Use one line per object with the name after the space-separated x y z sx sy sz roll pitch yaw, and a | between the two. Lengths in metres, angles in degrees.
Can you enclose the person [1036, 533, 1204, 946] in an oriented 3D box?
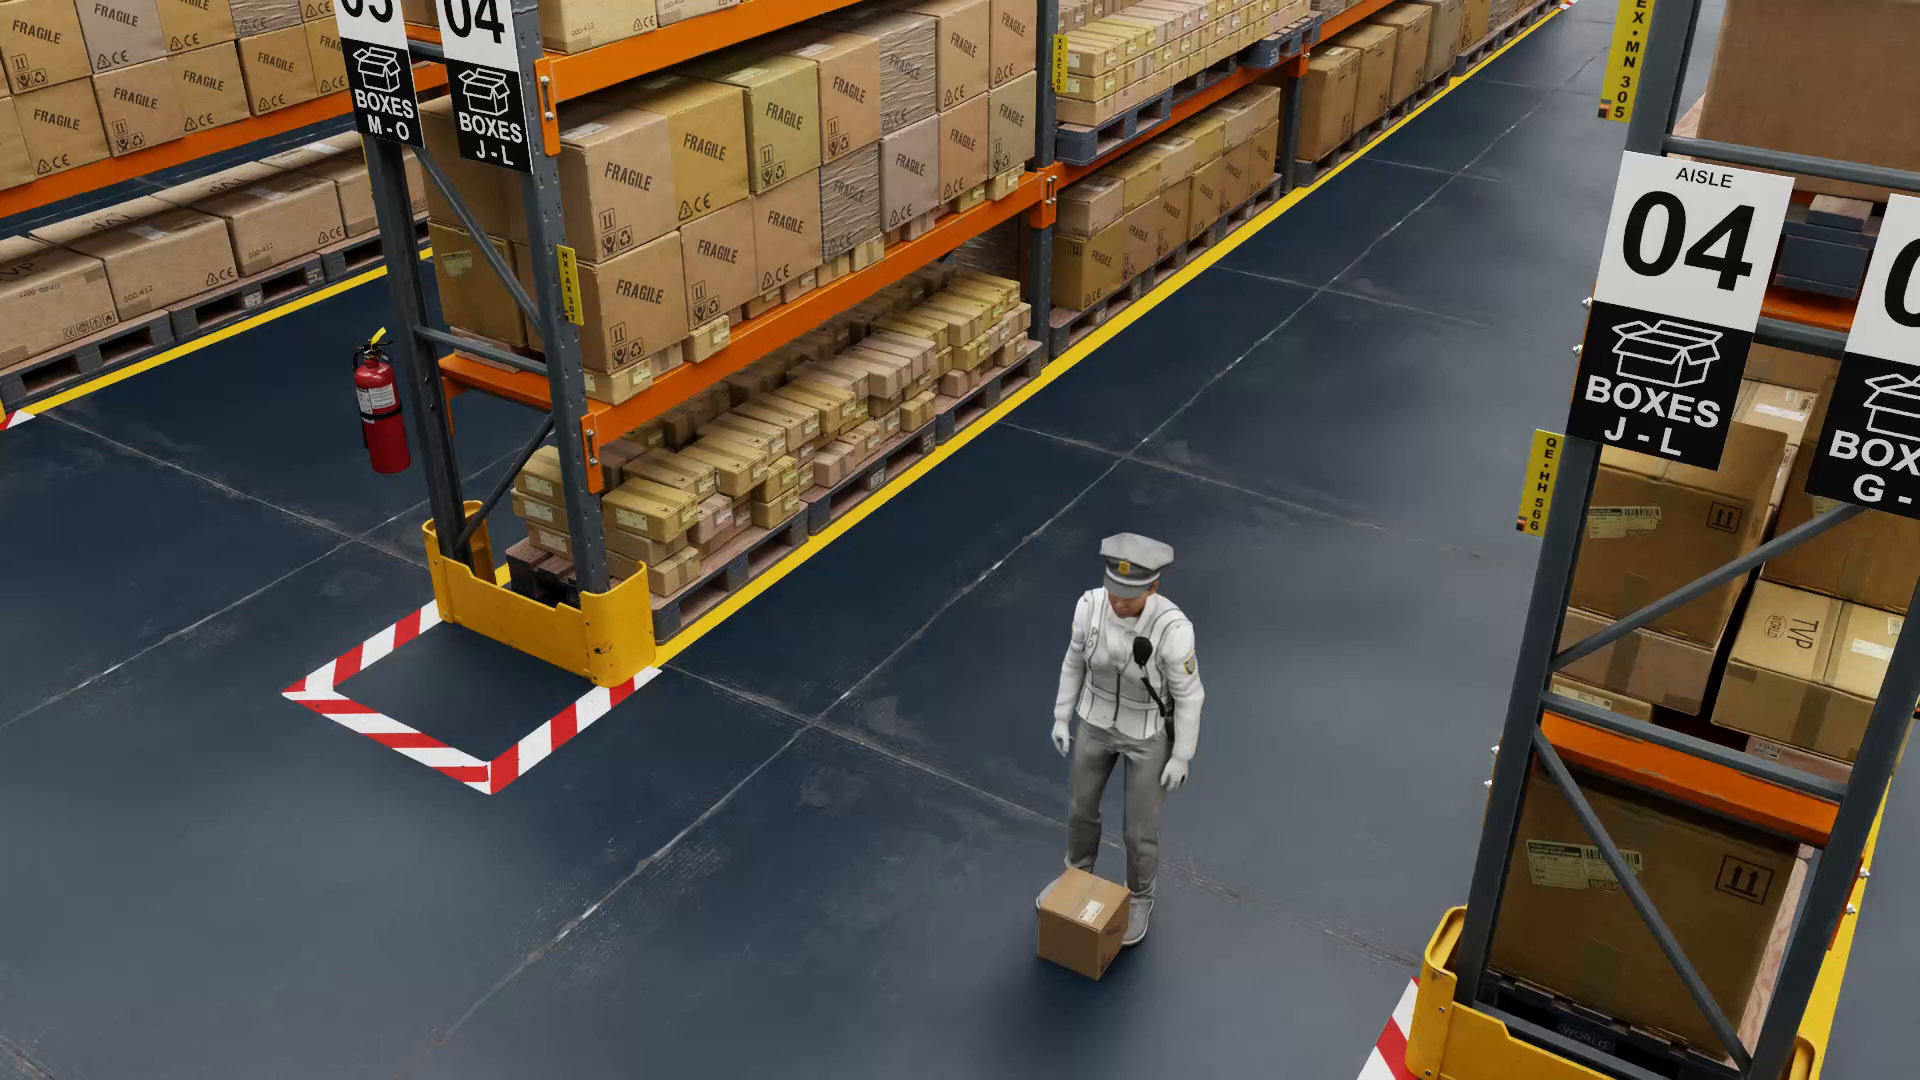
0.585 0.699 5.945 0.547 1.667 0.369 16 34 25 | person
